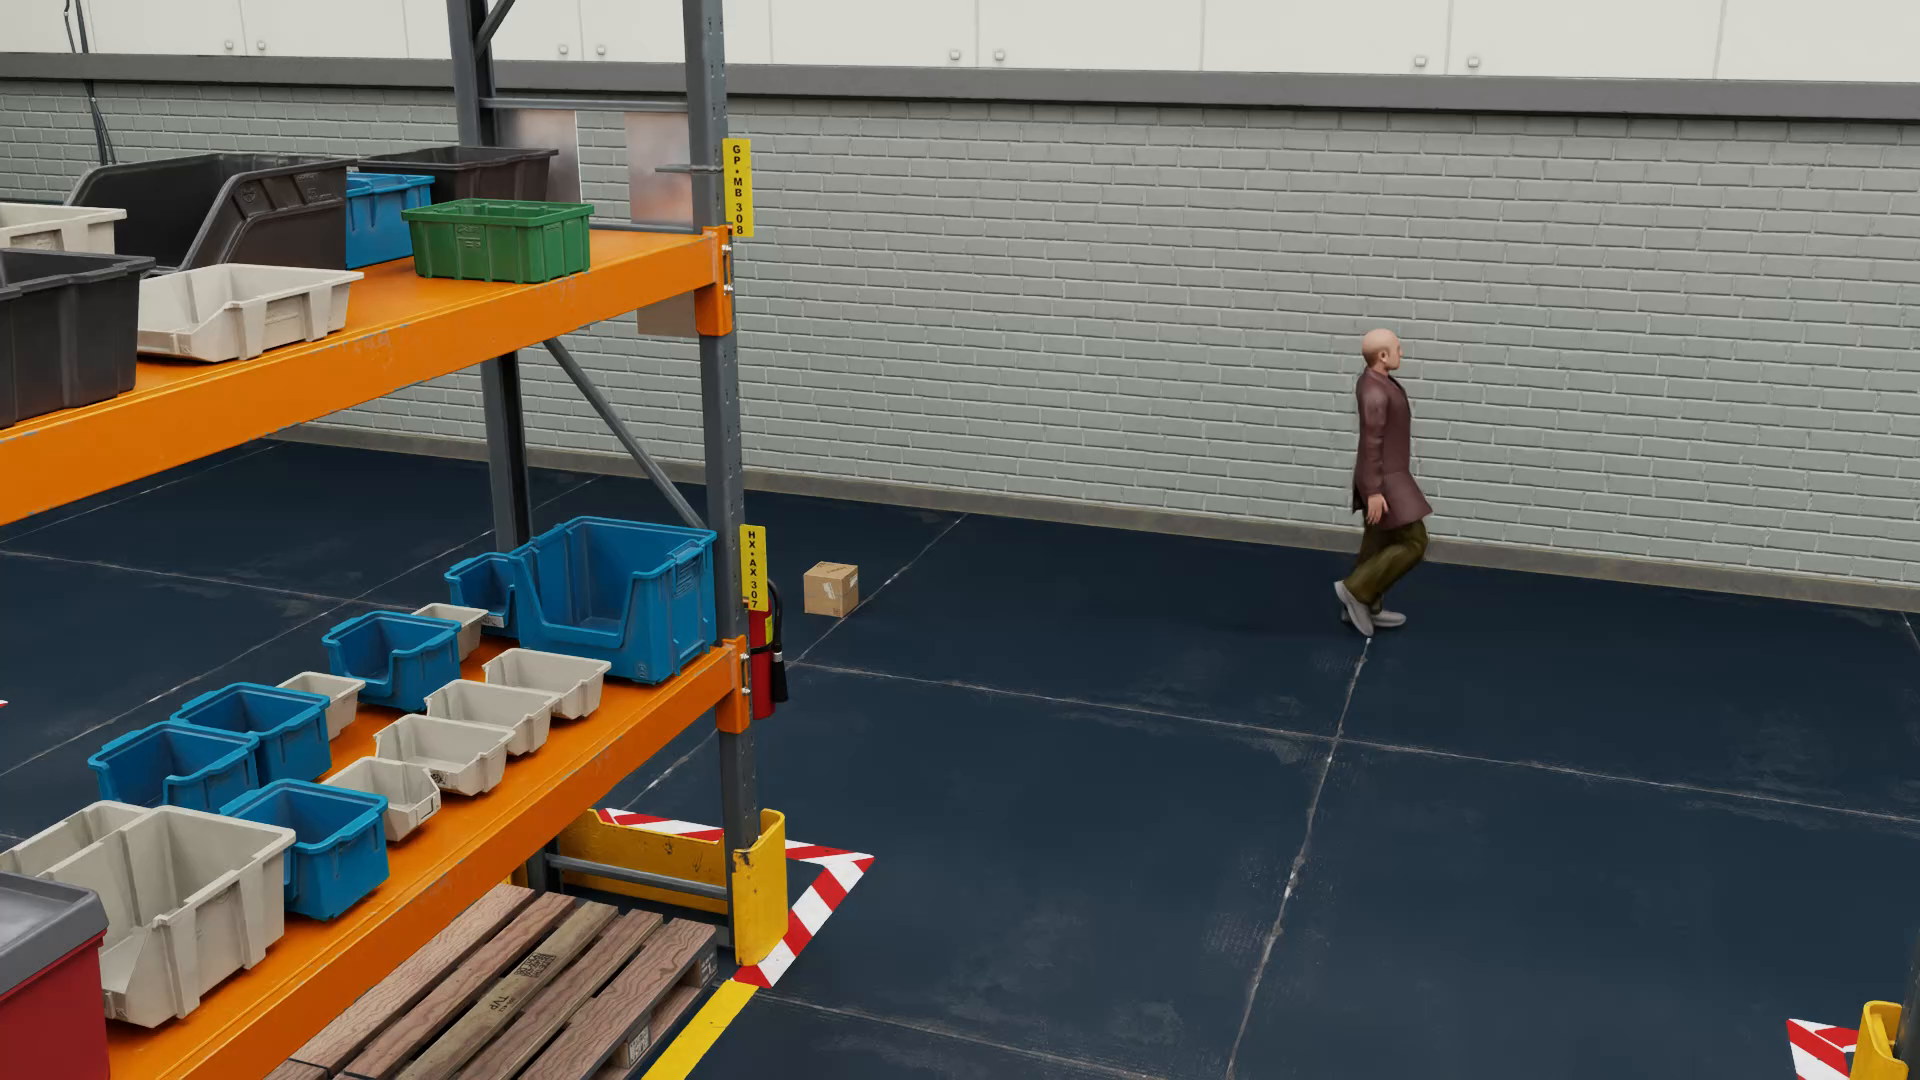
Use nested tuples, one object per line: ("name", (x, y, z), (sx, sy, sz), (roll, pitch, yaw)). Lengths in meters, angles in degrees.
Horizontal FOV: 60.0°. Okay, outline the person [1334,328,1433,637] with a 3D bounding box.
("person", (2.435, -0.282, 9.507), (0.509, 1.686, 0.606), (3, 19, 9))
